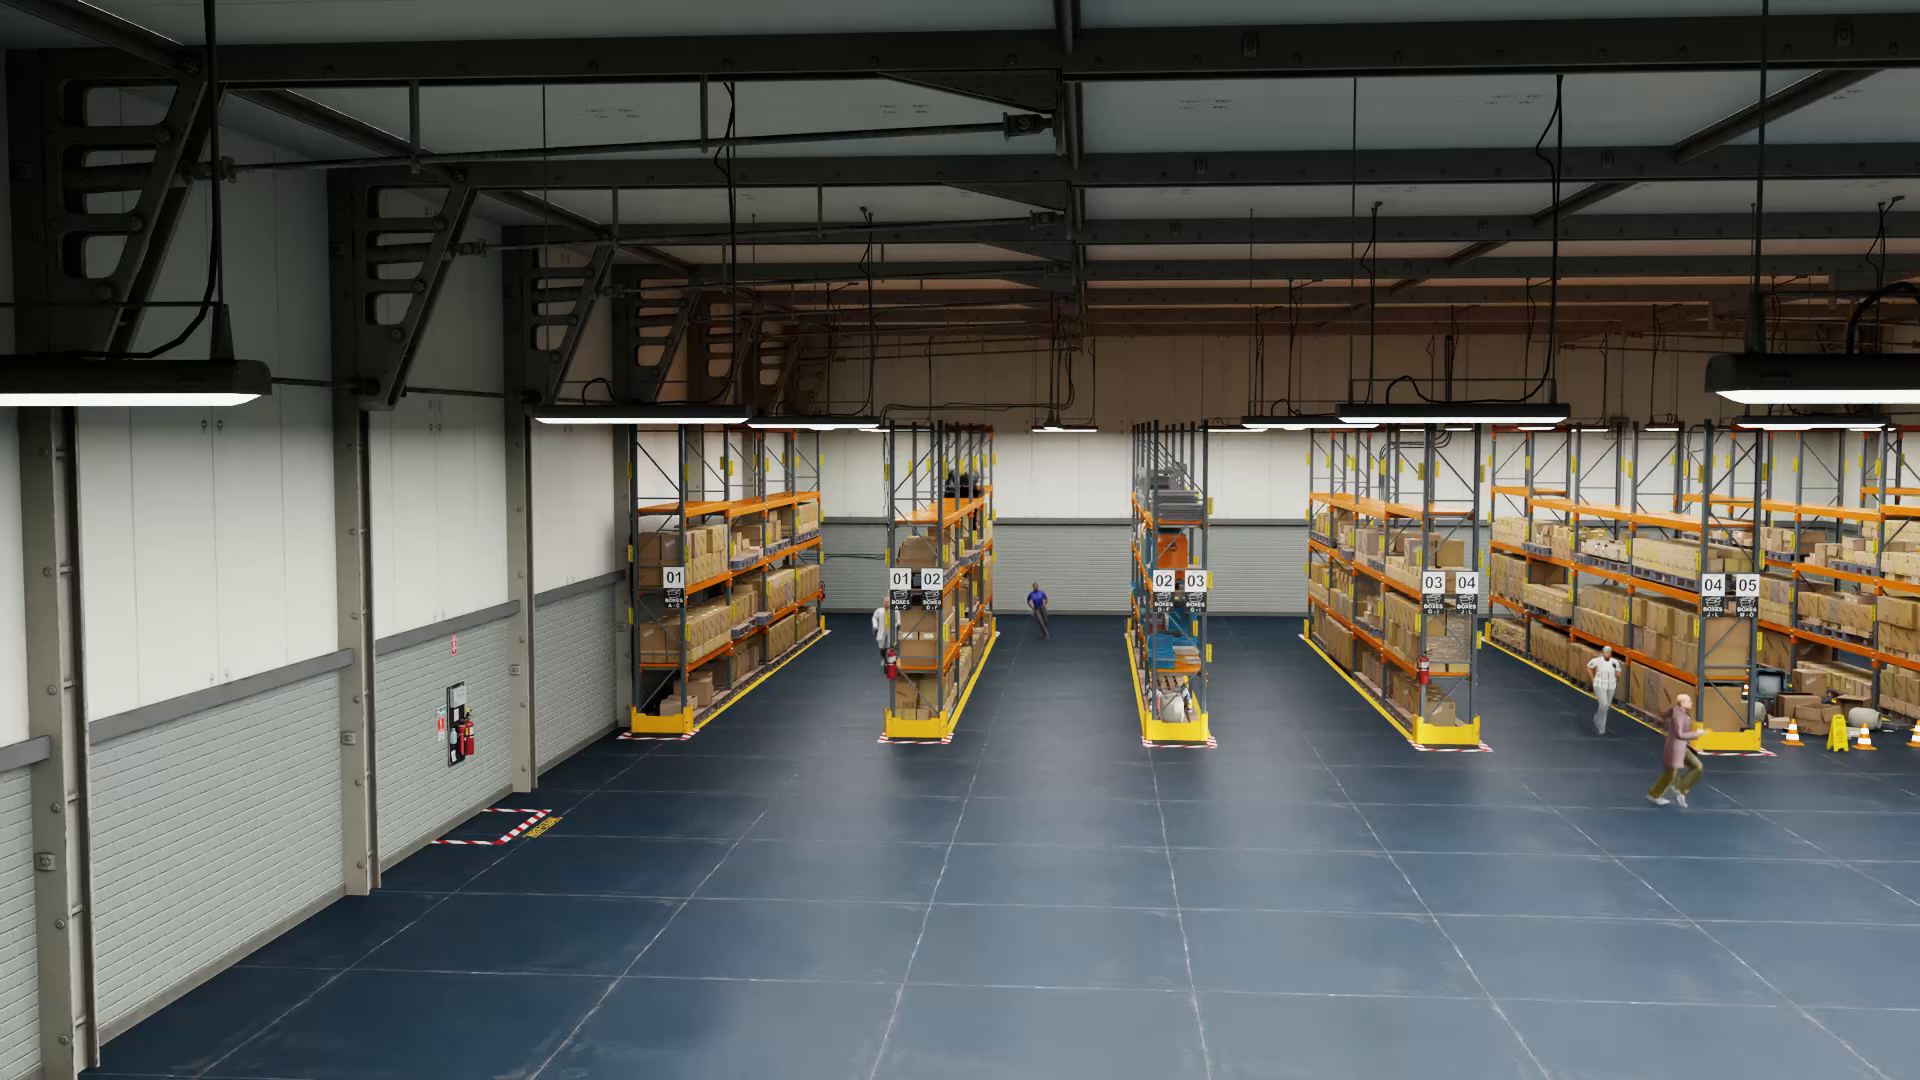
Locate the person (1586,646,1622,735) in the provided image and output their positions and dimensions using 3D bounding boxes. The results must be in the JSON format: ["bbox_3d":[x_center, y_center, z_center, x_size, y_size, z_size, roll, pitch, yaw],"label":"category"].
[{"bbox_3d":[12.426,2.884,32.082,0.580,1.717,0.799,0,4,-5],"label":"person"}]

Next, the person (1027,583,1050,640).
[{"bbox_3d":[2.199,1.987,46.719,0.628,1.593,0.785,0,4,-5],"label":"person"}]

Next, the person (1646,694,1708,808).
[{"bbox_3d":[10.985,3.248,25.460,0.881,1.716,0.753,2,4,33],"label":"person"}]

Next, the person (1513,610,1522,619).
[{"bbox_3d":[16.180,1.871,47.731,0.602,1.683,0.663,-1,4,-22],"label":"person"}]

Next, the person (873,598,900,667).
[{"bbox_3d":[-1.803,2.281,40.520,0.704,1.732,0.653,0,4,2],"label":"person"}]
